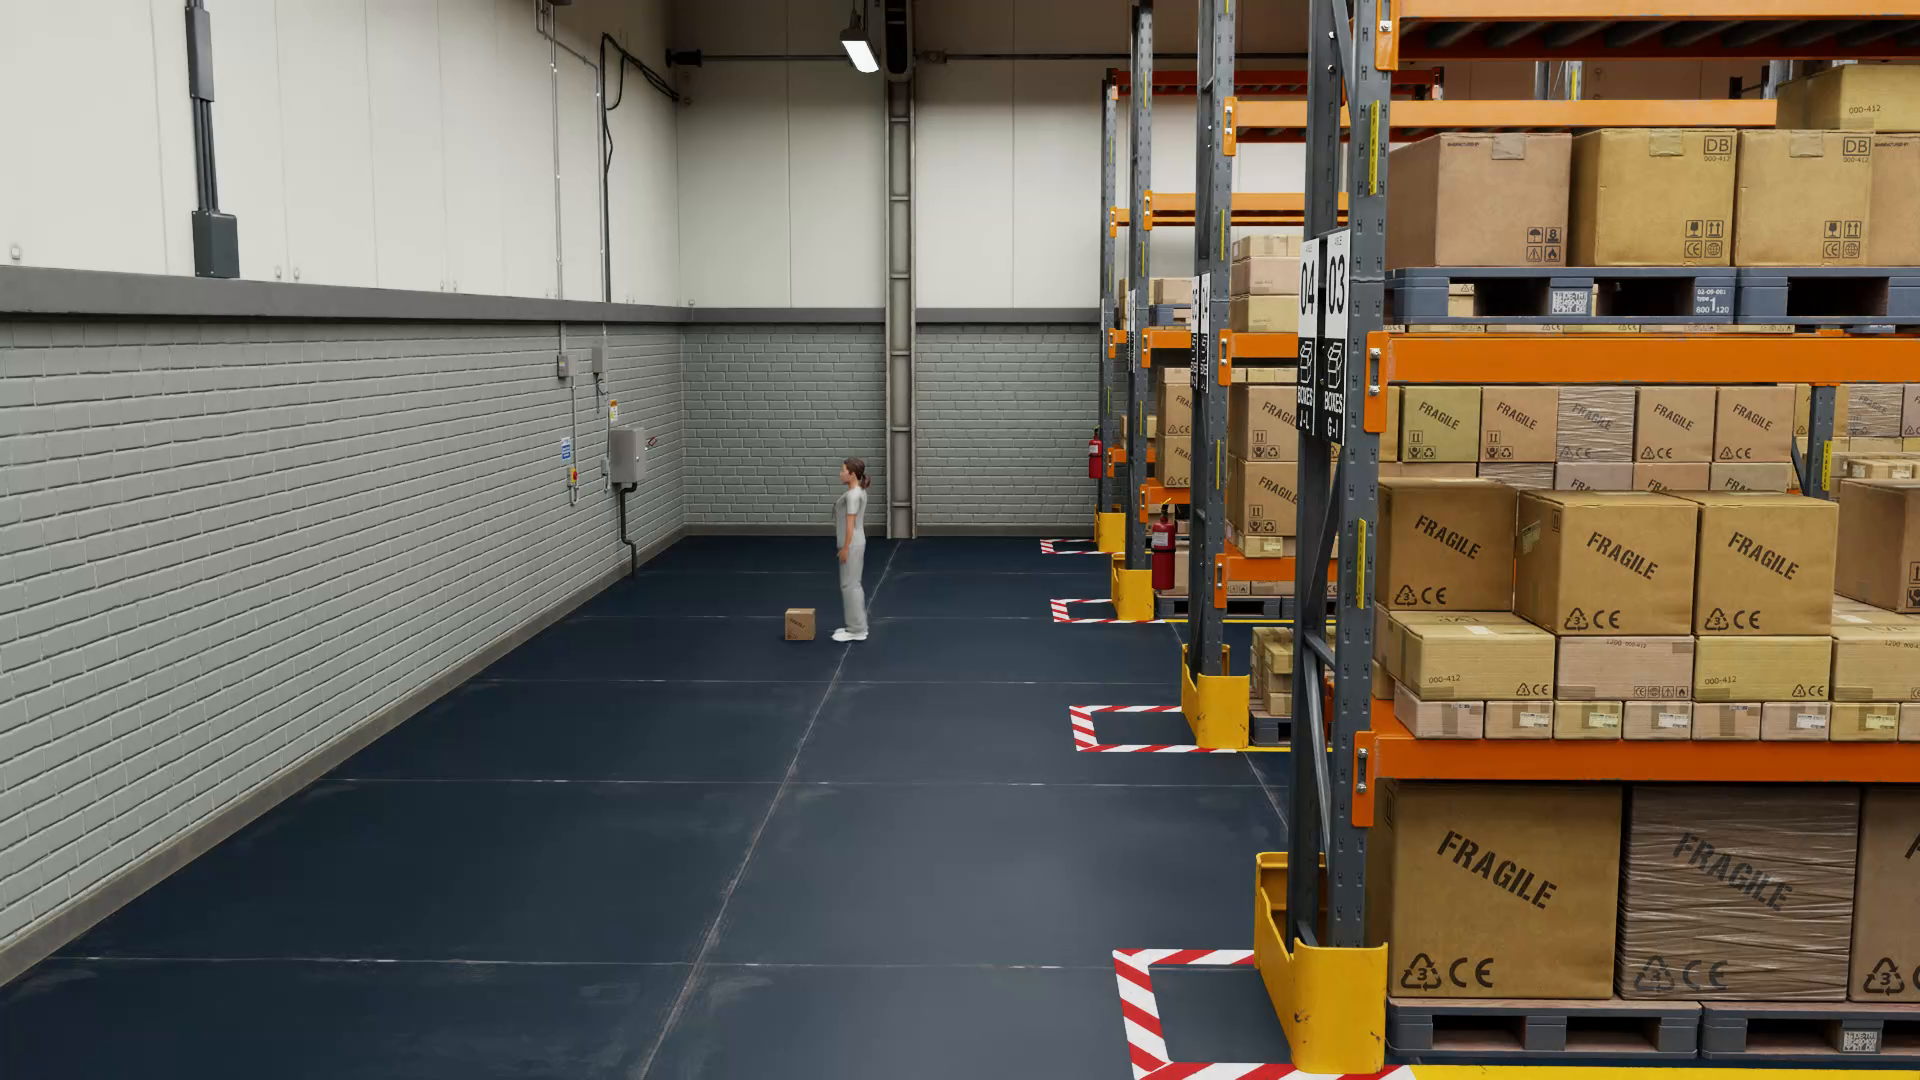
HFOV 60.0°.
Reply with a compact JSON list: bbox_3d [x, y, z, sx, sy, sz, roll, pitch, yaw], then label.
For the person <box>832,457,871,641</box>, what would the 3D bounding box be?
[{"bbox_3d":[-0.983,0.079,15.200,0.359,1.668,0.436,0,7,3],"label":"person"}]
